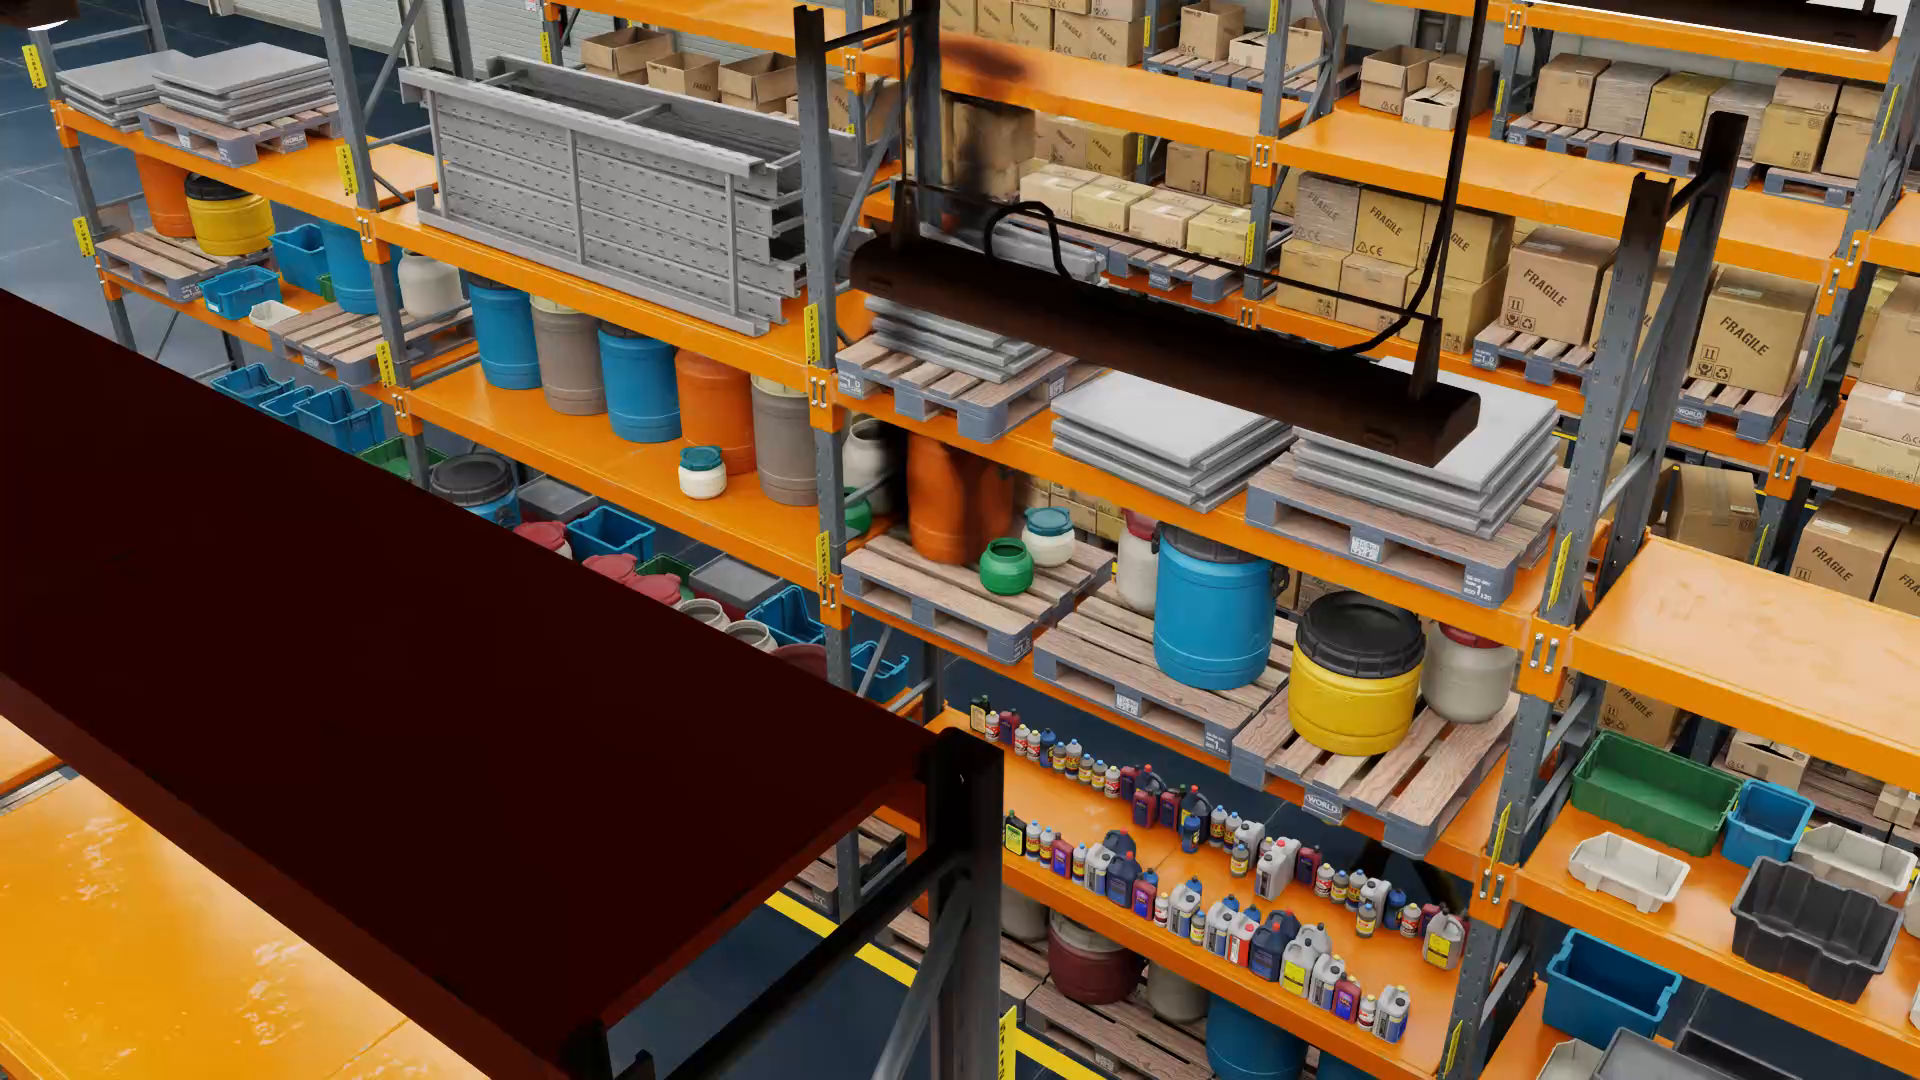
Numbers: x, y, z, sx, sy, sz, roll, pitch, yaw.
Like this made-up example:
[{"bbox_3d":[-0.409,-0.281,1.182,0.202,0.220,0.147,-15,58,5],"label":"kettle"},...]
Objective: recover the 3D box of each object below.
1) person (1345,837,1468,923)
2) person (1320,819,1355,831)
[{"bbox_3d":[2.781,1.665,10.337,0.994,1.814,0.716,19,36,28],"label":"person"},{"bbox_3d":[2.844,1.258,10.994,0.857,1.634,0.688,24,39,34],"label":"person"}]
